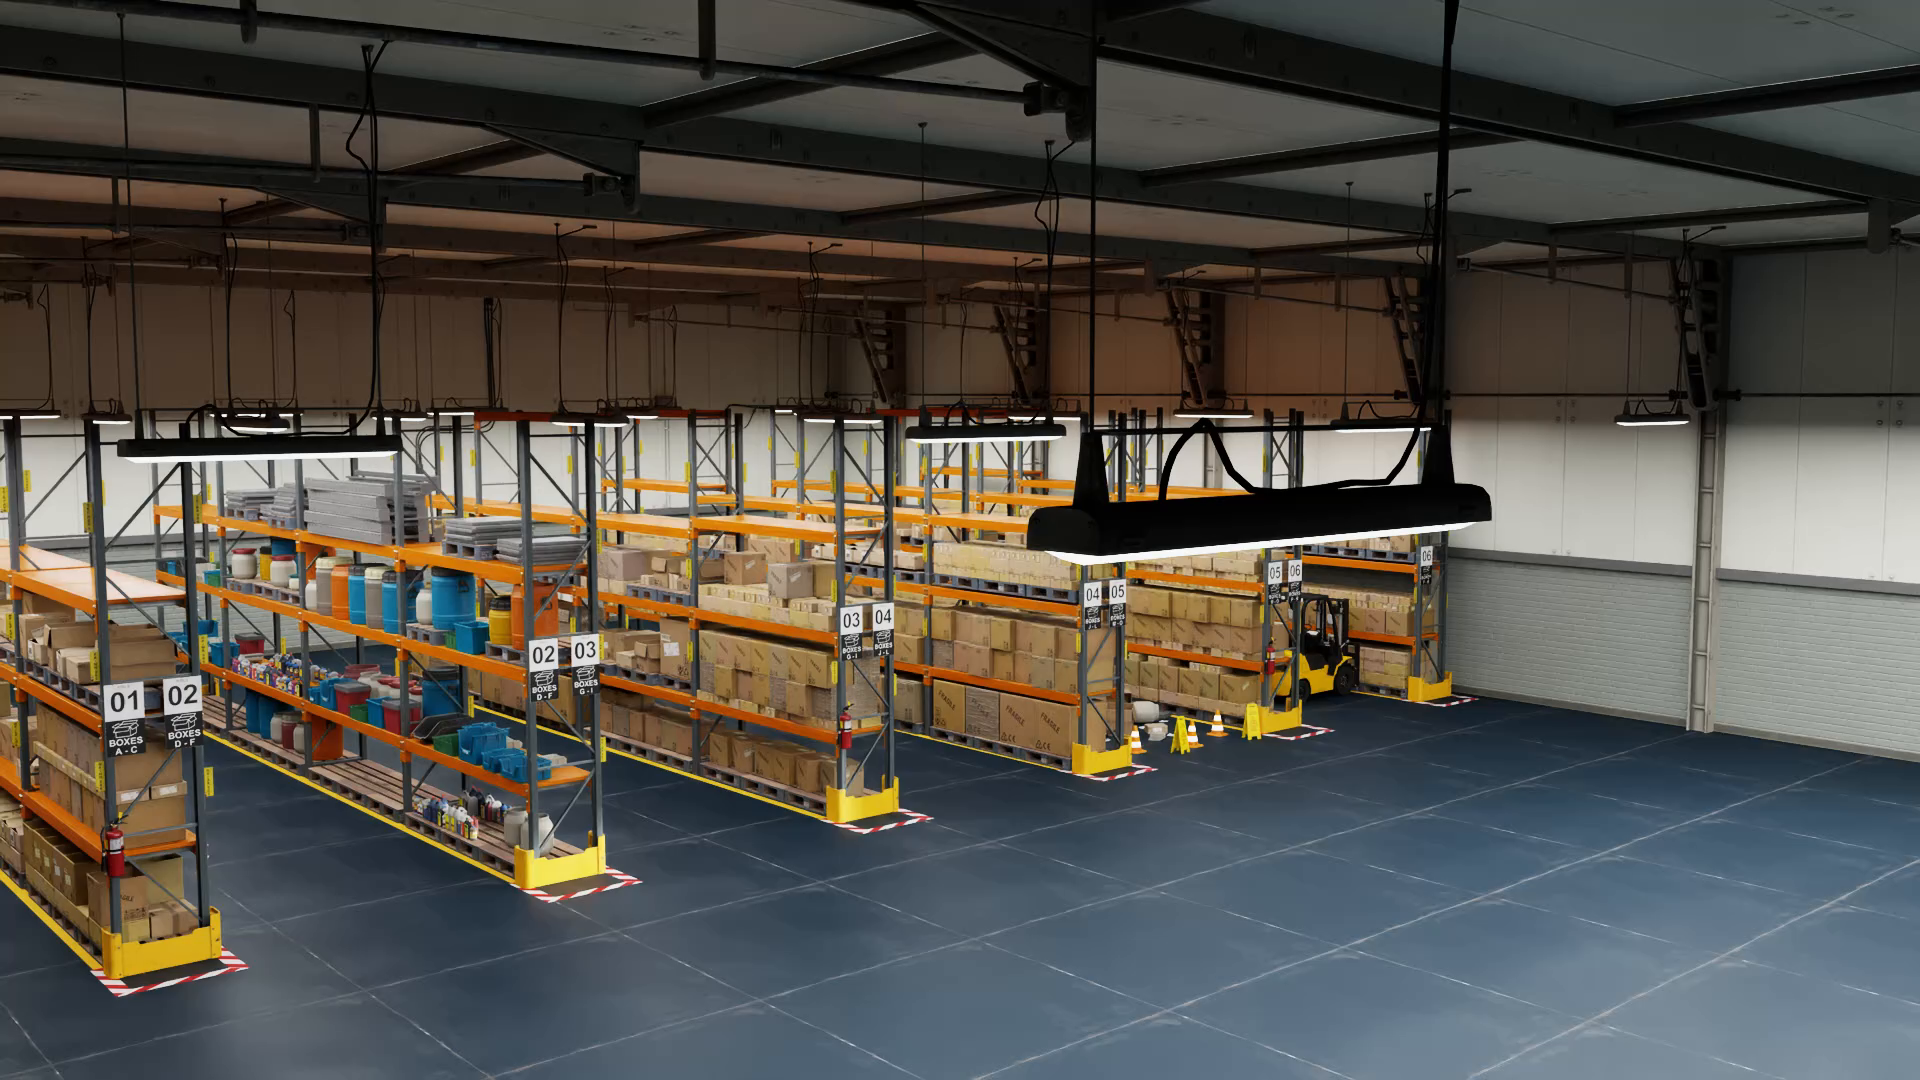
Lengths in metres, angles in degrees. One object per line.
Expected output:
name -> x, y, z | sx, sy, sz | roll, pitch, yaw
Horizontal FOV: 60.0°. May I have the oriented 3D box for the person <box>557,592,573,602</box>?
person -> -10.204, 1.684, 42.960 | 0.635, 1.760, 0.935 | 2, 5, 19
